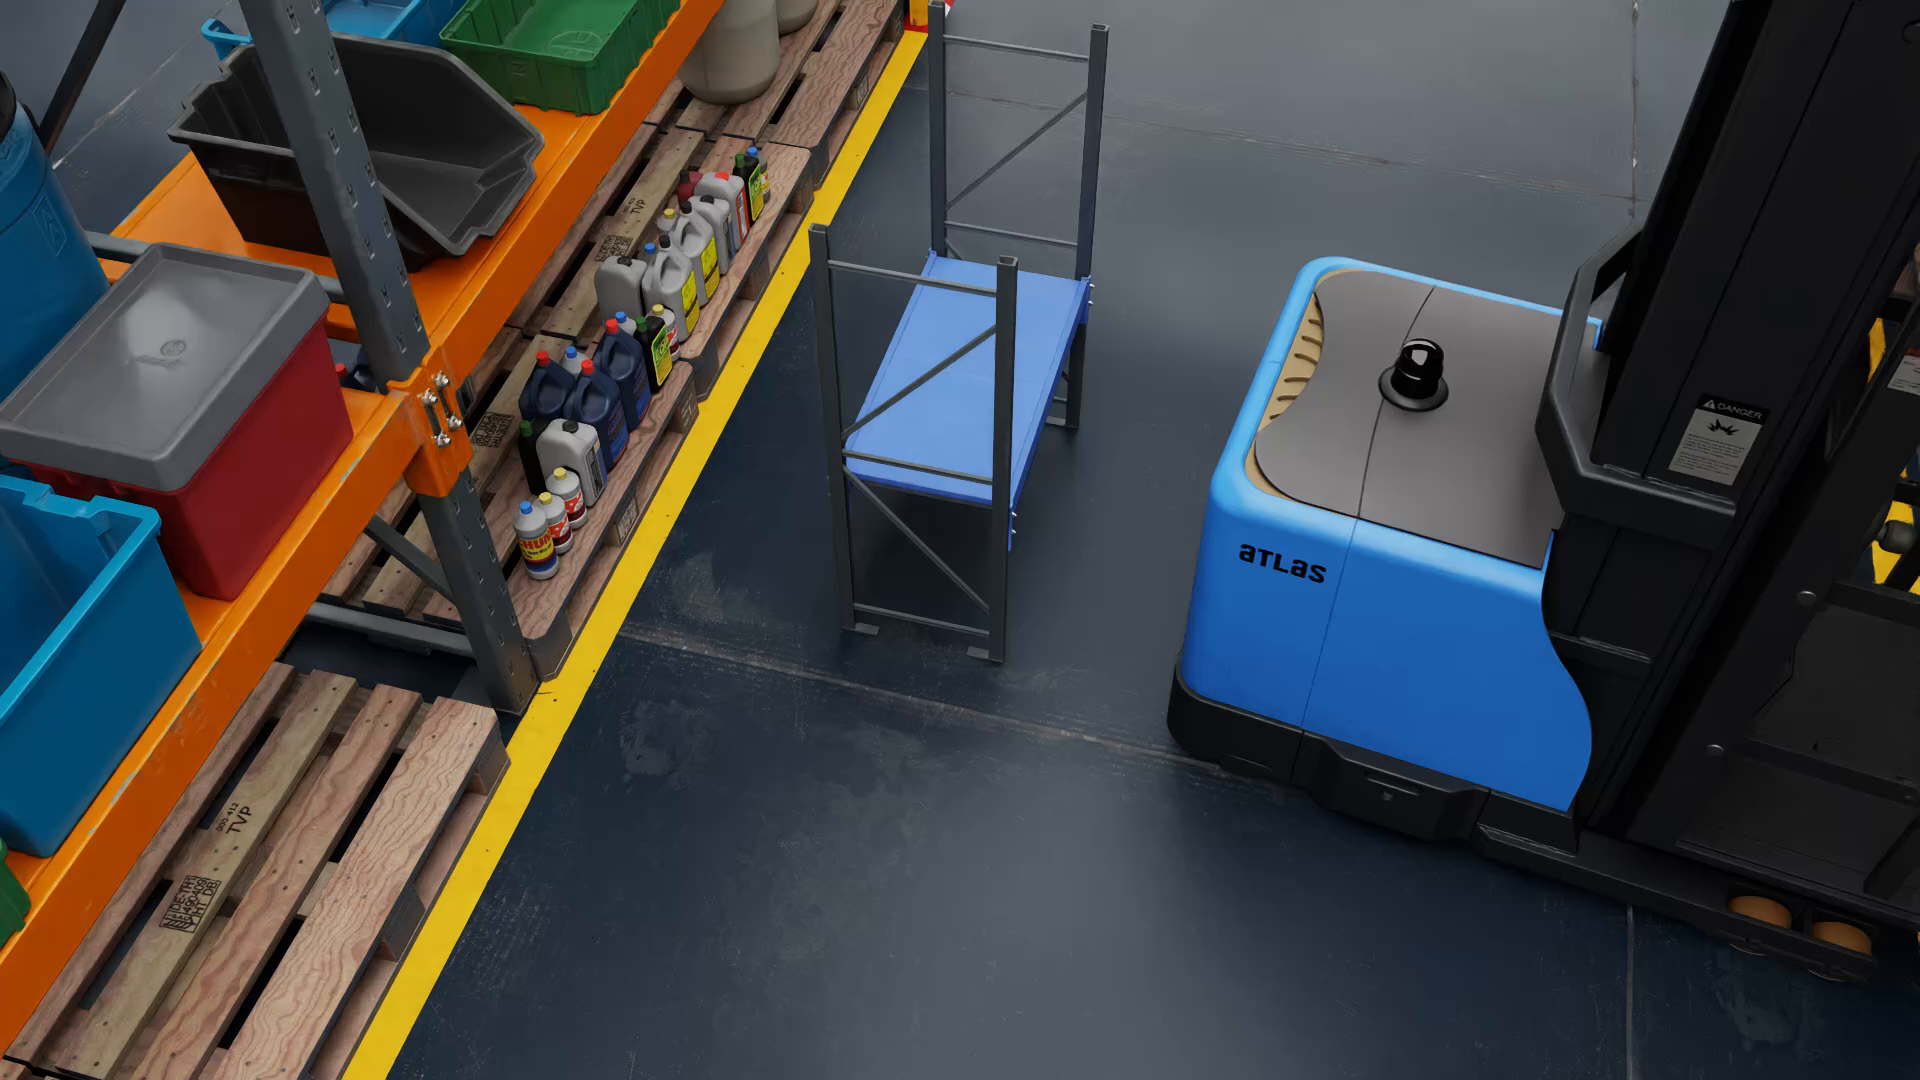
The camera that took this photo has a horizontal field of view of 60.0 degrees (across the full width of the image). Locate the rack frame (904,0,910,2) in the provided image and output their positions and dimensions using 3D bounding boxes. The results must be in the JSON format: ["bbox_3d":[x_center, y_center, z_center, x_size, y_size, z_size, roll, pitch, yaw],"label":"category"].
[{"bbox_3d":[-0.678,-3.516,6.352,1.000,3.000,0.127,12,50,10],"label":"rack frame"}]

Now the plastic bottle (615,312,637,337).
[{"bbox_3d":[-1.066,-0.617,5.321,0.097,0.271,0.097,0,49,0],"label":"plastic bottle"}]

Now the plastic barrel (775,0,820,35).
[{"bbox_3d":[-0.778,-2.340,6.694,0.421,0.512,0.421,0,49,0],"label":"plastic barrel"}]

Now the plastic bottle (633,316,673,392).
[{"bbox_3d":[-0.985,-0.619,5.314,0.061,0.283,0.133,14,50,12],"label":"plastic bottle"}]

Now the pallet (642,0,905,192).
[{"bbox_3d":[-0.872,-1.942,6.823,1.003,0.211,1.213,12,50,10],"label":"pallet"}]

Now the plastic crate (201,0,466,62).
[{"bbox_3d":[-1.702,-1.427,4.608,0.499,0.251,0.616,12,50,10],"label":"plastic crate"}]

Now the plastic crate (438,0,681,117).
[{"bbox_3d":[-1.102,-1.479,4.696,0.450,0.188,0.662,12,50,10],"label":"plastic crate"}]

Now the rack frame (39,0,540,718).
[{"bbox_3d":[-1.731,-0.622,3.799,1.000,3.000,0.127,12,50,10],"label":"rack frame"}]

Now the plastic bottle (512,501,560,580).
[{"bbox_3d":[-1.224,-0.009,4.784,0.097,0.271,0.097,0,49,0],"label":"plastic bottle"}]

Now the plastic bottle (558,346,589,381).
[{"bbox_3d":[-1.197,-0.496,5.213,0.097,0.271,0.097,0,49,0],"label":"plastic bottle"}]

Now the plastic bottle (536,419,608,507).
[{"bbox_3d":[-1.166,-0.250,4.993,0.152,0.276,0.135,13,50,11],"label":"plastic bottle"}]

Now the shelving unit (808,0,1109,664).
[{"bbox_3d":[0.022,-0.558,4.742,0.538,1.500,1.048,12,50,10],"label":"shelving unit"}]

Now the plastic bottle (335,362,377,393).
[{"bbox_3d":[-1.840,-0.414,5.088,0.144,0.351,0.185,10,49,9],"label":"plastic bottle"}]

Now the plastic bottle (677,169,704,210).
[{"bbox_3d":[-0.935,-1.191,5.819,0.061,0.283,0.133,12,50,10],"label":"plastic bottle"}]

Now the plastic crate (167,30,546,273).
[{"bbox_3d":[-1.471,-0.955,4.134,0.767,0.338,0.504,12,50,10],"label":"plastic crate"}]

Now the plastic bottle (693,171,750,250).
[{"bbox_3d":[-0.832,-1.168,5.804,0.152,0.276,0.135,12,50,10],"label":"plastic bottle"}]

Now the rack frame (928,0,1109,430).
[{"bbox_3d":[0.156,-0.926,5.067,0.500,1.500,0.032,12,50,10],"label":"rack frame"}]

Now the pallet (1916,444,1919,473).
[{"bbox_3d":[3.615,-0.172,5.261,1.003,0.211,1.213,12,50,10],"label":"pallet"}]

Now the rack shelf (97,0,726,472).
[{"bbox_3d":[-1.205,-1.831,5.345,1.077,0.370,4.000,12,50,10],"label":"rack shelf"}]

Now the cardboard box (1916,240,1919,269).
[{"bbox_3d":[3.615,-1.058,5.737,0.500,0.250,0.500,12,50,10],"label":"cardboard box"}]

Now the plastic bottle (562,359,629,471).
[{"bbox_3d":[-1.118,-0.393,5.070,0.144,0.351,0.185,13,50,11],"label":"plastic bottle"}]

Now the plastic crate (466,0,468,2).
[{"bbox_3d":[-1.548,-1.760,4.978,0.530,0.136,0.437,12,50,10],"label":"plastic crate"}]

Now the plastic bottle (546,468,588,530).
[{"bbox_3d":[-1.171,-0.133,4.940,0.097,0.201,0.097,0,49,0],"label":"plastic bottle"}]

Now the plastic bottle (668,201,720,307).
[{"bbox_3d":[-0.908,-0.972,5.581,0.144,0.351,0.185,13,50,12],"label":"plastic bottle"}]

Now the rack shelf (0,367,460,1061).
[{"bbox_3d":[-2.258,1.062,2.792,1.077,0.370,4.000,12,50,10],"label":"rack shelf"}]

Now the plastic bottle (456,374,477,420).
[{"bbox_3d":[-1.640,-0.517,5.229,0.152,0.276,0.135,12,50,10],"label":"plastic bottle"}]

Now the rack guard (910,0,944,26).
[{"bbox_3d":[-0.653,-2.624,7.233,1.175,0.500,0.348,12,50,10],"label":"rack guard"}]

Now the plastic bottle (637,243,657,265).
[{"bbox_3d":[-1.036,-0.915,5.630,0.097,0.201,0.097,0,49,0],"label":"plastic bottle"}]

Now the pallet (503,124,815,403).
[{"bbox_3d":[-1.195,-1.063,6.047,1.003,0.211,1.213,12,50,10],"label":"pallet"}]

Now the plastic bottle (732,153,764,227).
[{"bbox_3d":[-0.752,-1.259,5.879,0.061,0.283,0.133,13,50,11],"label":"plastic bottle"}]

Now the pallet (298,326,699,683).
[{"bbox_3d":[-1.514,-0.177,5.266,1.003,0.211,1.213,12,50,10],"label":"pallet"}]

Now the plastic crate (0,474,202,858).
[{"bbox_3d":[-1.721,0.242,3.046,0.392,0.384,0.575,12,50,10],"label":"plastic crate"}]

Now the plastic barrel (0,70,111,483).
[{"bbox_3d":[-2.125,-0.569,3.417,0.600,0.901,0.708,12,50,10],"label":"plastic barrel"}]

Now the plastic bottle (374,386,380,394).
[{"bbox_3d":[-1.701,-0.386,5.063,0.144,0.351,0.185,12,50,10],"label":"plastic bottle"}]

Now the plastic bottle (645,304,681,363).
[{"bbox_3d":[-0.972,-0.681,5.423,0.097,0.201,0.097,0,49,0],"label":"plastic bottle"}]

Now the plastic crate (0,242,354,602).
[{"bbox_3d":[-1.563,-0.233,3.412,0.402,0.464,0.583,12,50,10],"label":"plastic crate"}]

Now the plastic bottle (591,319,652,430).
[{"bbox_3d":[-1.069,-0.530,5.190,0.144,0.351,0.185,10,49,8],"label":"plastic bottle"}]

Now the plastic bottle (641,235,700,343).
[{"bbox_3d":[-0.957,-0.837,5.462,0.144,0.351,0.185,11,50,10],"label":"plastic bottle"}]

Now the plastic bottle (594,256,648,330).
[{"bbox_3d":[-1.106,-0.824,5.500,0.152,0.276,0.135,12,50,10],"label":"plastic bottle"}]

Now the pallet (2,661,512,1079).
[{"bbox_3d":[-1.900,0.876,4.336,1.003,0.211,1.213,12,50,10],"label":"pallet"}]

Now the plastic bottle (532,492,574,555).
[{"bbox_3d":[-1.198,-0.060,4.875,0.097,0.201,0.097,0,49,0],"label":"plastic bottle"}]

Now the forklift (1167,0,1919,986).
[{"bbox_3d":[2.153,-0.300,3.560,3.031,2.935,1.130,17,51,14],"label":"forklift"}]

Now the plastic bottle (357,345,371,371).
[{"bbox_3d":[-1.789,-0.553,5.211,0.144,0.351,0.185,9,49,8],"label":"plastic bottle"}]

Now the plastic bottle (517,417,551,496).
[{"bbox_3d":[-1.269,-0.273,5.009,0.061,0.283,0.133,12,50,10],"label":"plastic bottle"}]

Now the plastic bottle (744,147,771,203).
[{"bbox_3d":[-0.739,-1.320,5.988,0.097,0.201,0.097,0,49,0],"label":"plastic bottle"}]

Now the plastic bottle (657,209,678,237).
[{"bbox_3d":[-0.993,-1.054,5.753,0.097,0.201,0.097,0,49,0],"label":"plastic bottle"}]

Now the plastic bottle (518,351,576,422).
[{"bbox_3d":[-1.258,-0.422,5.095,0.144,0.351,0.185,12,50,10],"label":"plastic bottle"}]

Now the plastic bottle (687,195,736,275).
[{"bbox_3d":[-0.868,-1.068,5.715,0.152,0.276,0.135,10,49,9],"label":"plastic bottle"}]

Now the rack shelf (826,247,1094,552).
[{"bbox_3d":[0.022,-0.439,4.877,0.538,0.185,1.000,12,50,10],"label":"rack shelf"}]

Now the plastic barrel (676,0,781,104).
[{"bbox_3d":[-0.910,-1.978,6.374,0.421,0.512,0.421,0,49,0],"label":"plastic barrel"}]

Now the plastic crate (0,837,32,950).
[{"bbox_3d":[-1.917,0.763,2.717,0.450,0.188,0.662,12,50,10],"label":"plastic crate"}]

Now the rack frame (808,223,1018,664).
[{"bbox_3d":[-0.111,-0.190,4.418,0.500,1.500,0.032,12,50,10],"label":"rack frame"}]

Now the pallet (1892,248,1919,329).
[{"bbox_3d":[3.938,-1.051,6.037,1.003,0.211,1.213,12,50,10],"label":"pallet"}]
